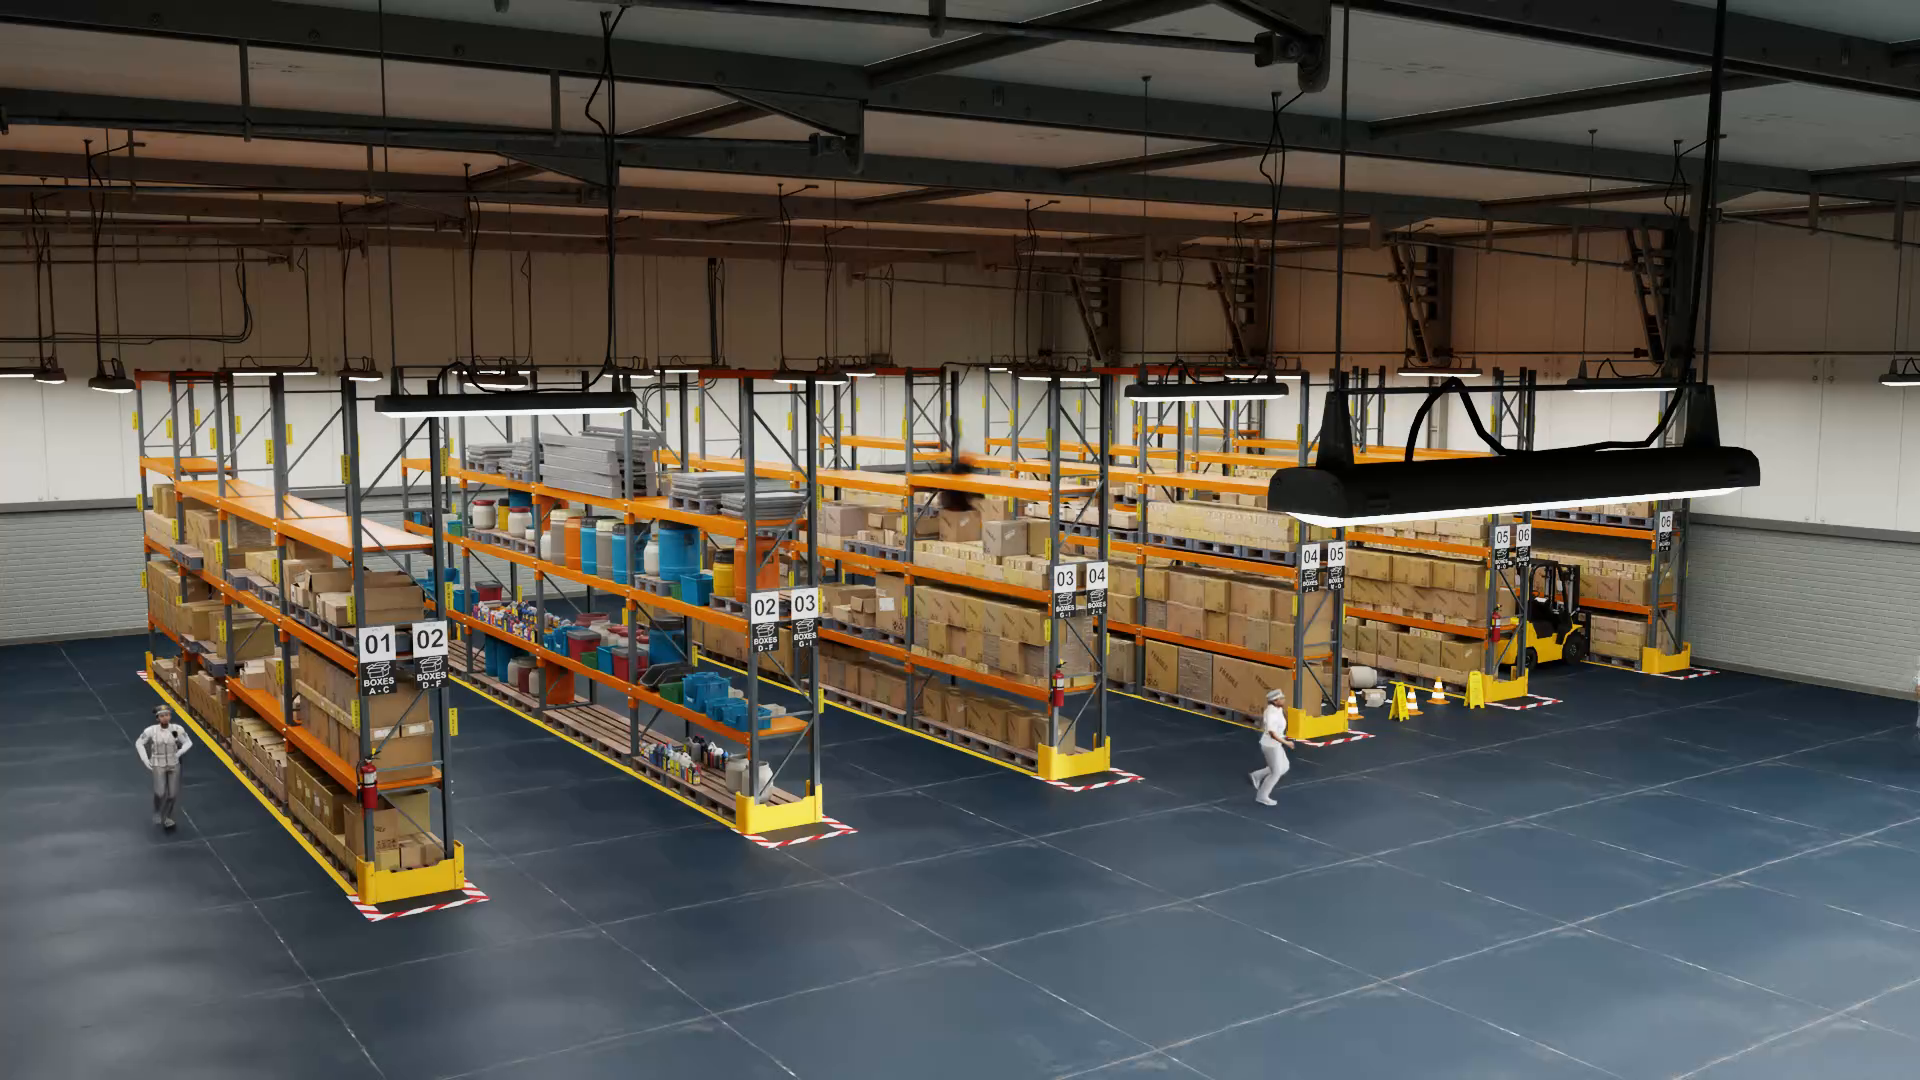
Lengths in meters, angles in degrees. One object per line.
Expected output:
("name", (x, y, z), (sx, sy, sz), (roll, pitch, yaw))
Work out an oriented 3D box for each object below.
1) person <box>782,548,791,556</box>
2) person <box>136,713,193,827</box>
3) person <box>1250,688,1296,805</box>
("person", (-4.358, 0.860, 41.174), (0.905, 1.645, 0.591), (5, 8, 36))
("person", (-10.535, 3.028, 22.081), (0.667, 1.615, 0.523), (-4, 8, -33))
("person", (4.401, 2.885, 23.375), (0.625, 1.663, 0.598), (2, 7, 13))
